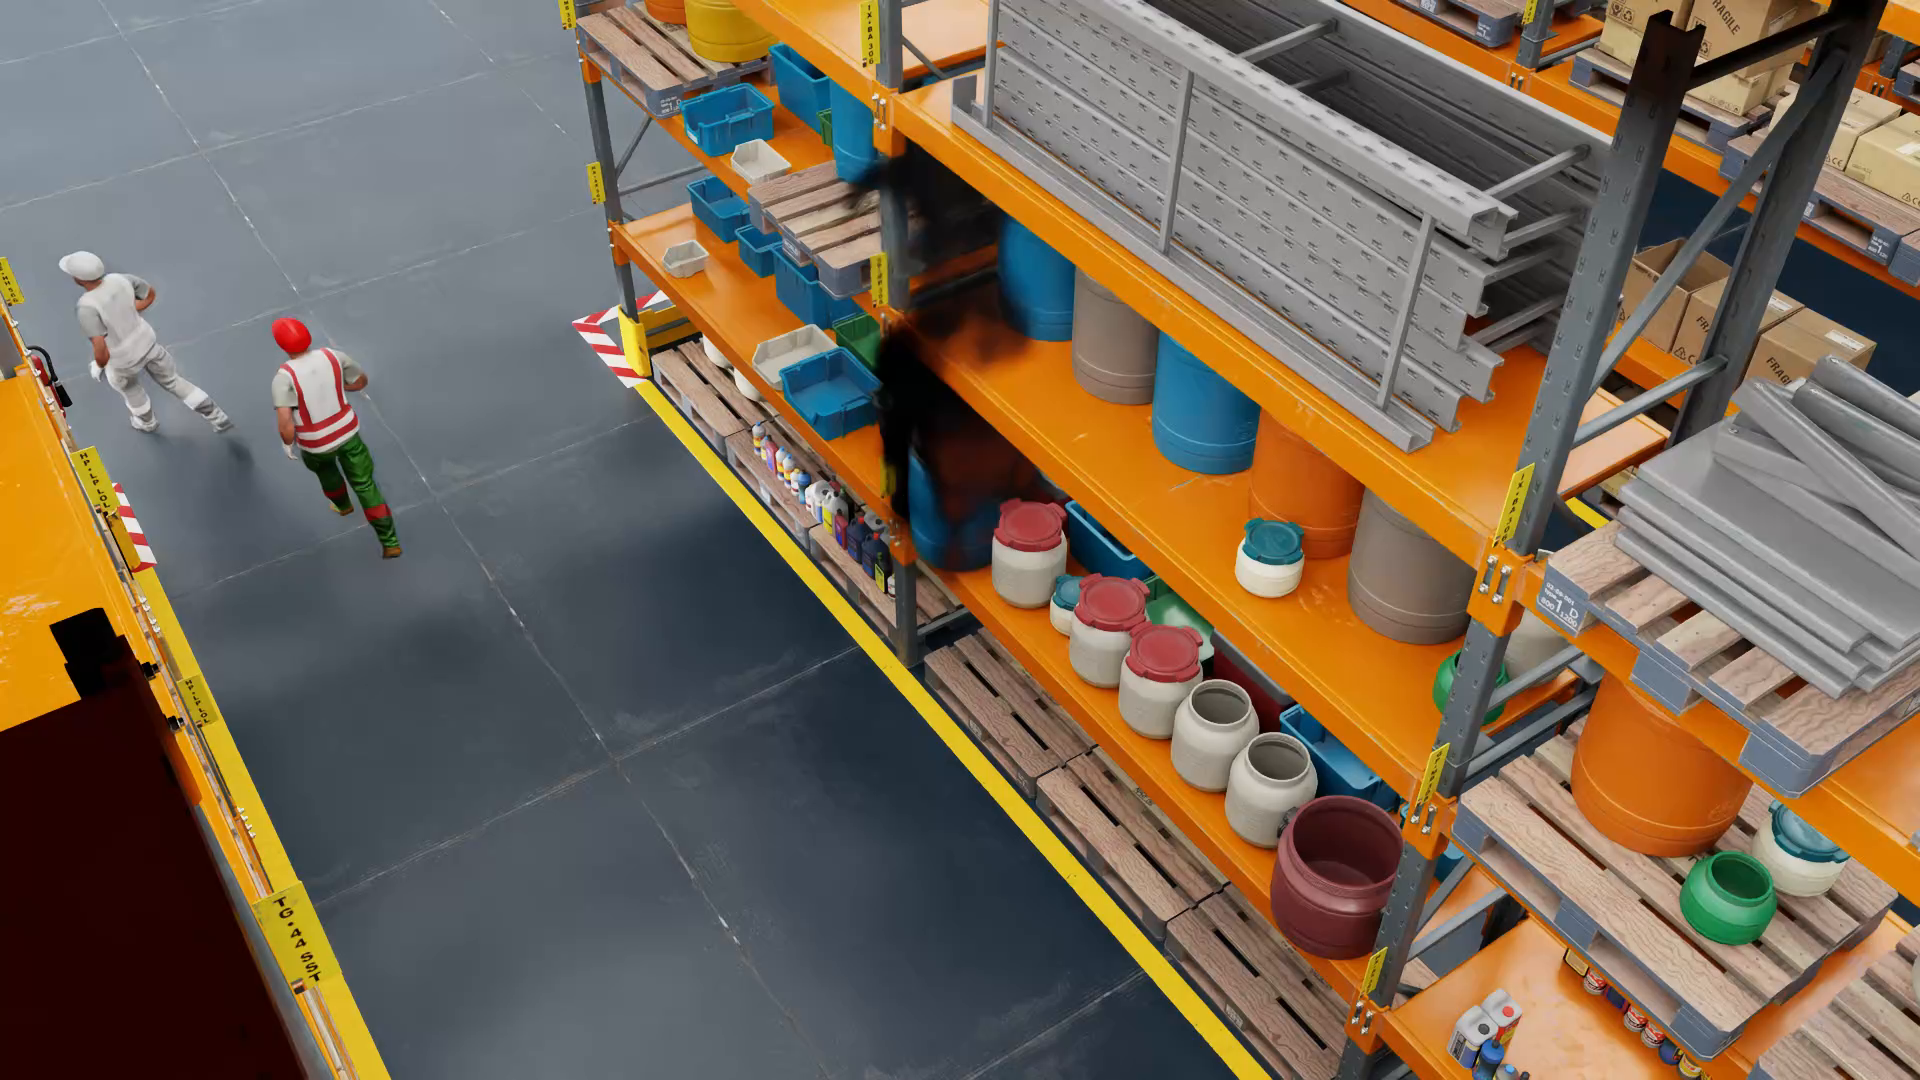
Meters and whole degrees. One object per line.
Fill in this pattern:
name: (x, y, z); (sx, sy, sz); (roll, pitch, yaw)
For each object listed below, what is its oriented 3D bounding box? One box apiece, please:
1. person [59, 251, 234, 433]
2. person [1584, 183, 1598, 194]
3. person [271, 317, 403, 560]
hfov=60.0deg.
person: (-5.967, -1.343, 11.897); (0.967, 1.772, 0.718); (18, 46, 19)
person: (5.196, -2.744, 13.525); (0.527, 1.750, 0.775); (-32, 52, -30)
person: (-4.114, -0.669, 10.890); (0.687, 1.792, 1.033); (-32, 52, -30)
